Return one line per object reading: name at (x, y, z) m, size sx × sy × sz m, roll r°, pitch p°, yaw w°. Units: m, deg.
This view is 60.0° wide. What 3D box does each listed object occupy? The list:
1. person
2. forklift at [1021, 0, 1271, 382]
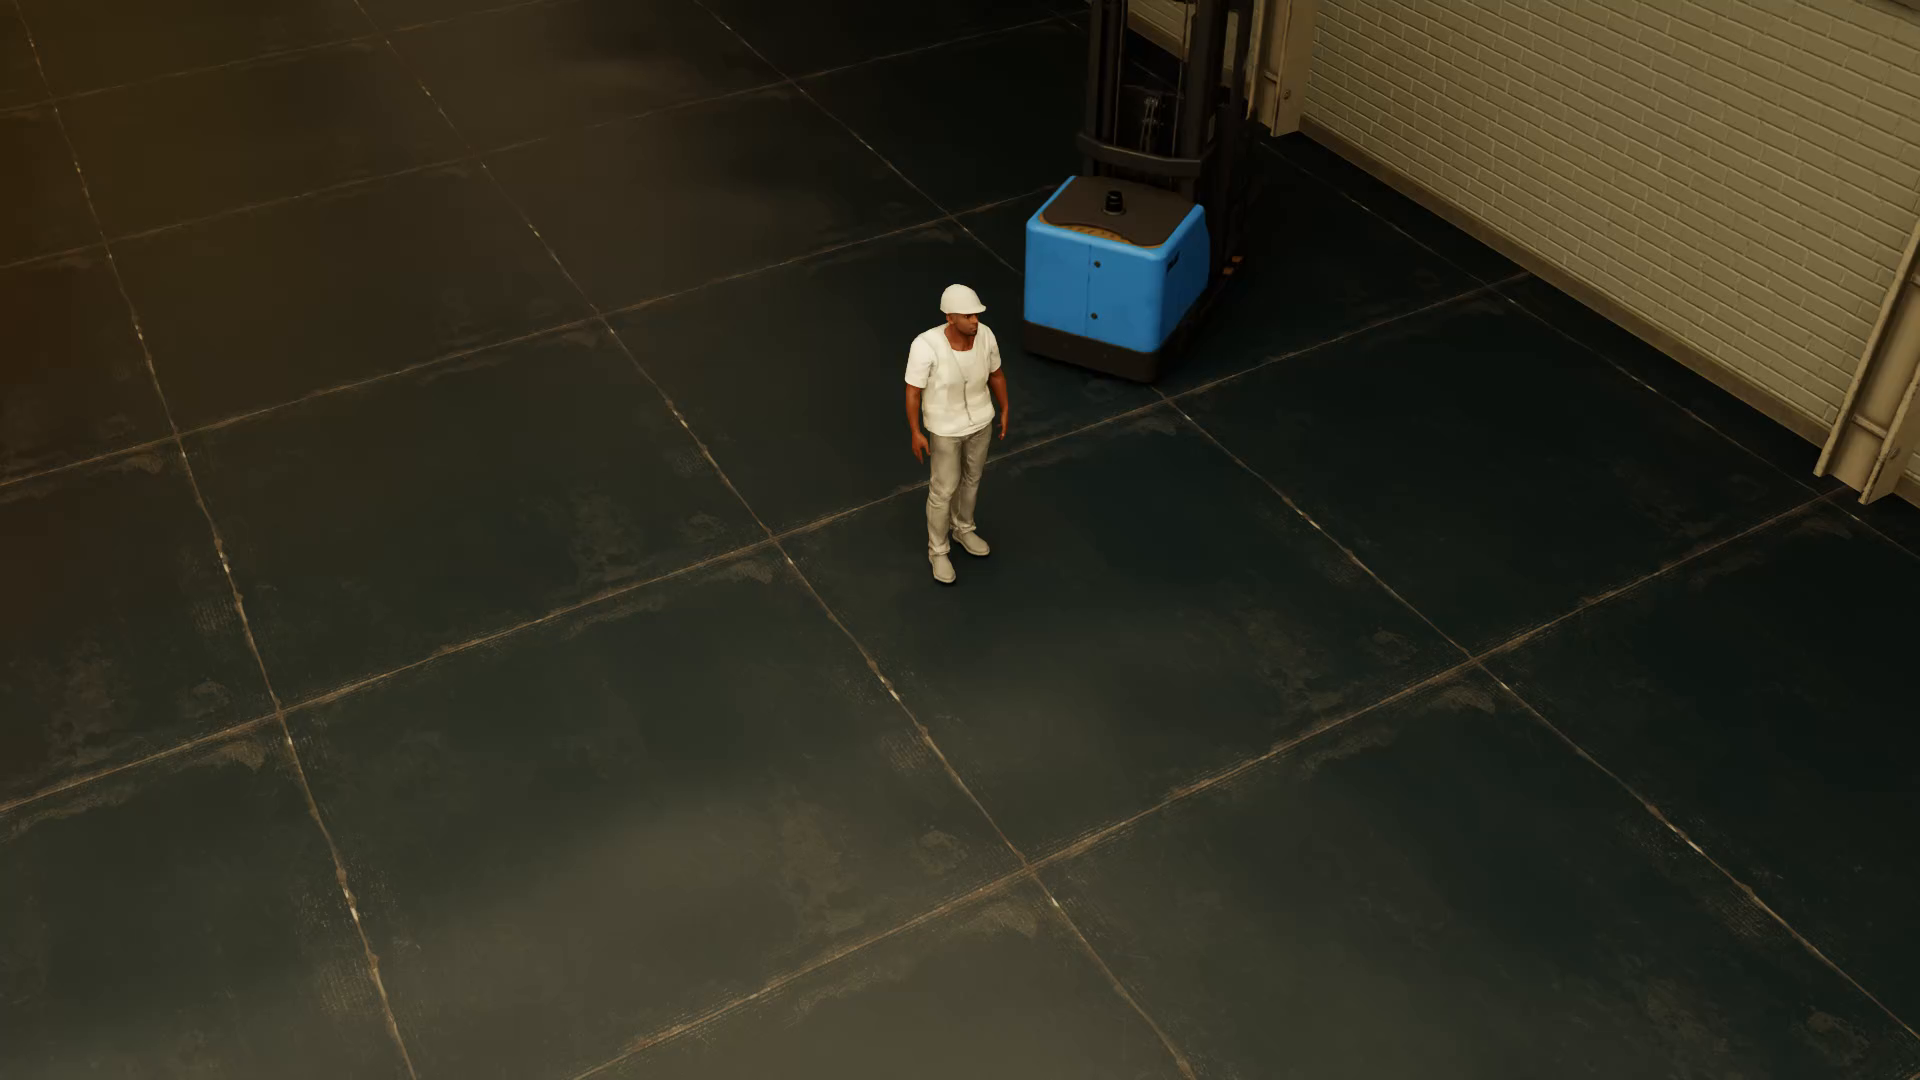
person at (0.031, -0.642, 9.717) m, size 0.666 × 1.761 × 0.575 m, roll -20°, pitch 44°, yaw -23°
forklift at (1.549, -3.155, 11.840) m, size 1.130 × 2.935 × 3.031 m, roll 18°, pitch 43°, yaw 20°
